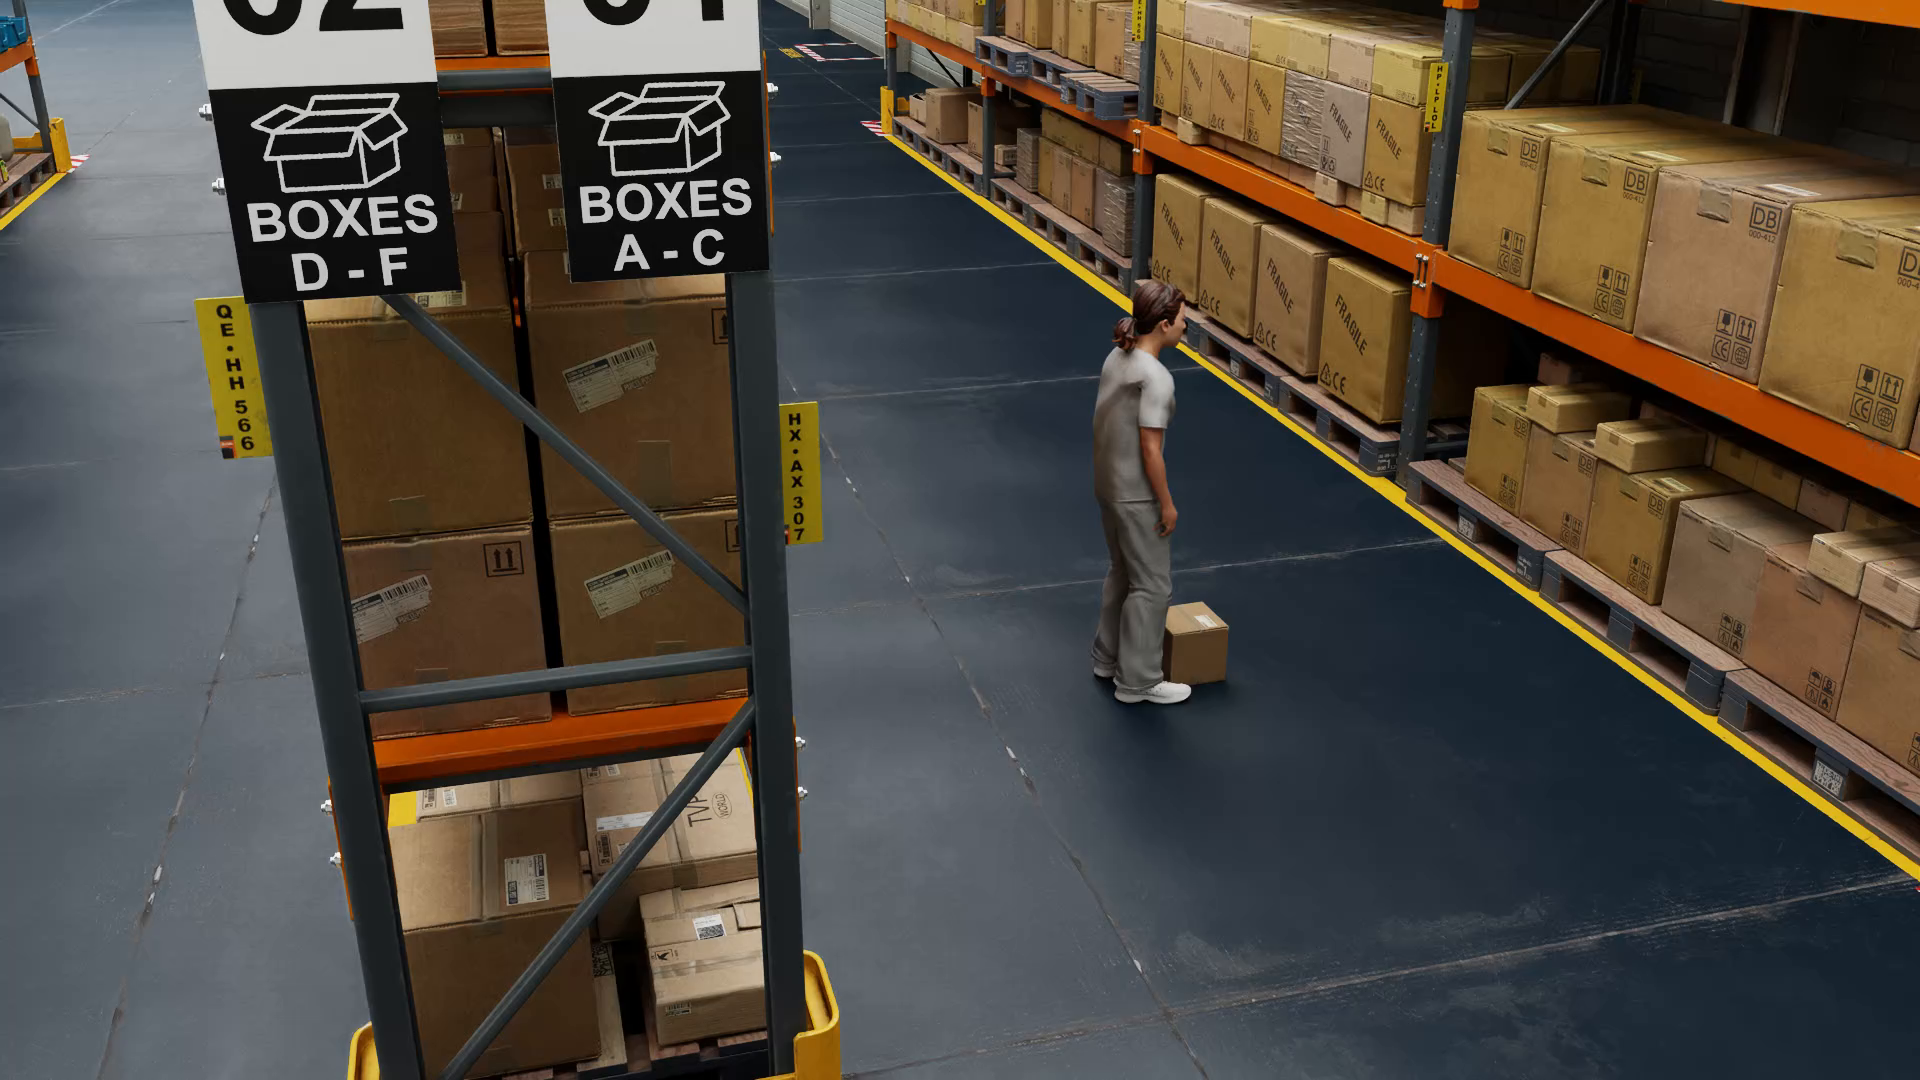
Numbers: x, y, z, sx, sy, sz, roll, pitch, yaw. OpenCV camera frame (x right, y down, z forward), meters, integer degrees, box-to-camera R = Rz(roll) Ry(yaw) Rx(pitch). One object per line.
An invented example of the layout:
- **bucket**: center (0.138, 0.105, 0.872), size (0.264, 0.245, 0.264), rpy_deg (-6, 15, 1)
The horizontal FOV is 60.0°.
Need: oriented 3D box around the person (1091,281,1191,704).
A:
- **person**: center (0.707, -0.189, 6.542), size (0.357, 1.673, 0.486), rpy_deg (-6, 24, -14)
